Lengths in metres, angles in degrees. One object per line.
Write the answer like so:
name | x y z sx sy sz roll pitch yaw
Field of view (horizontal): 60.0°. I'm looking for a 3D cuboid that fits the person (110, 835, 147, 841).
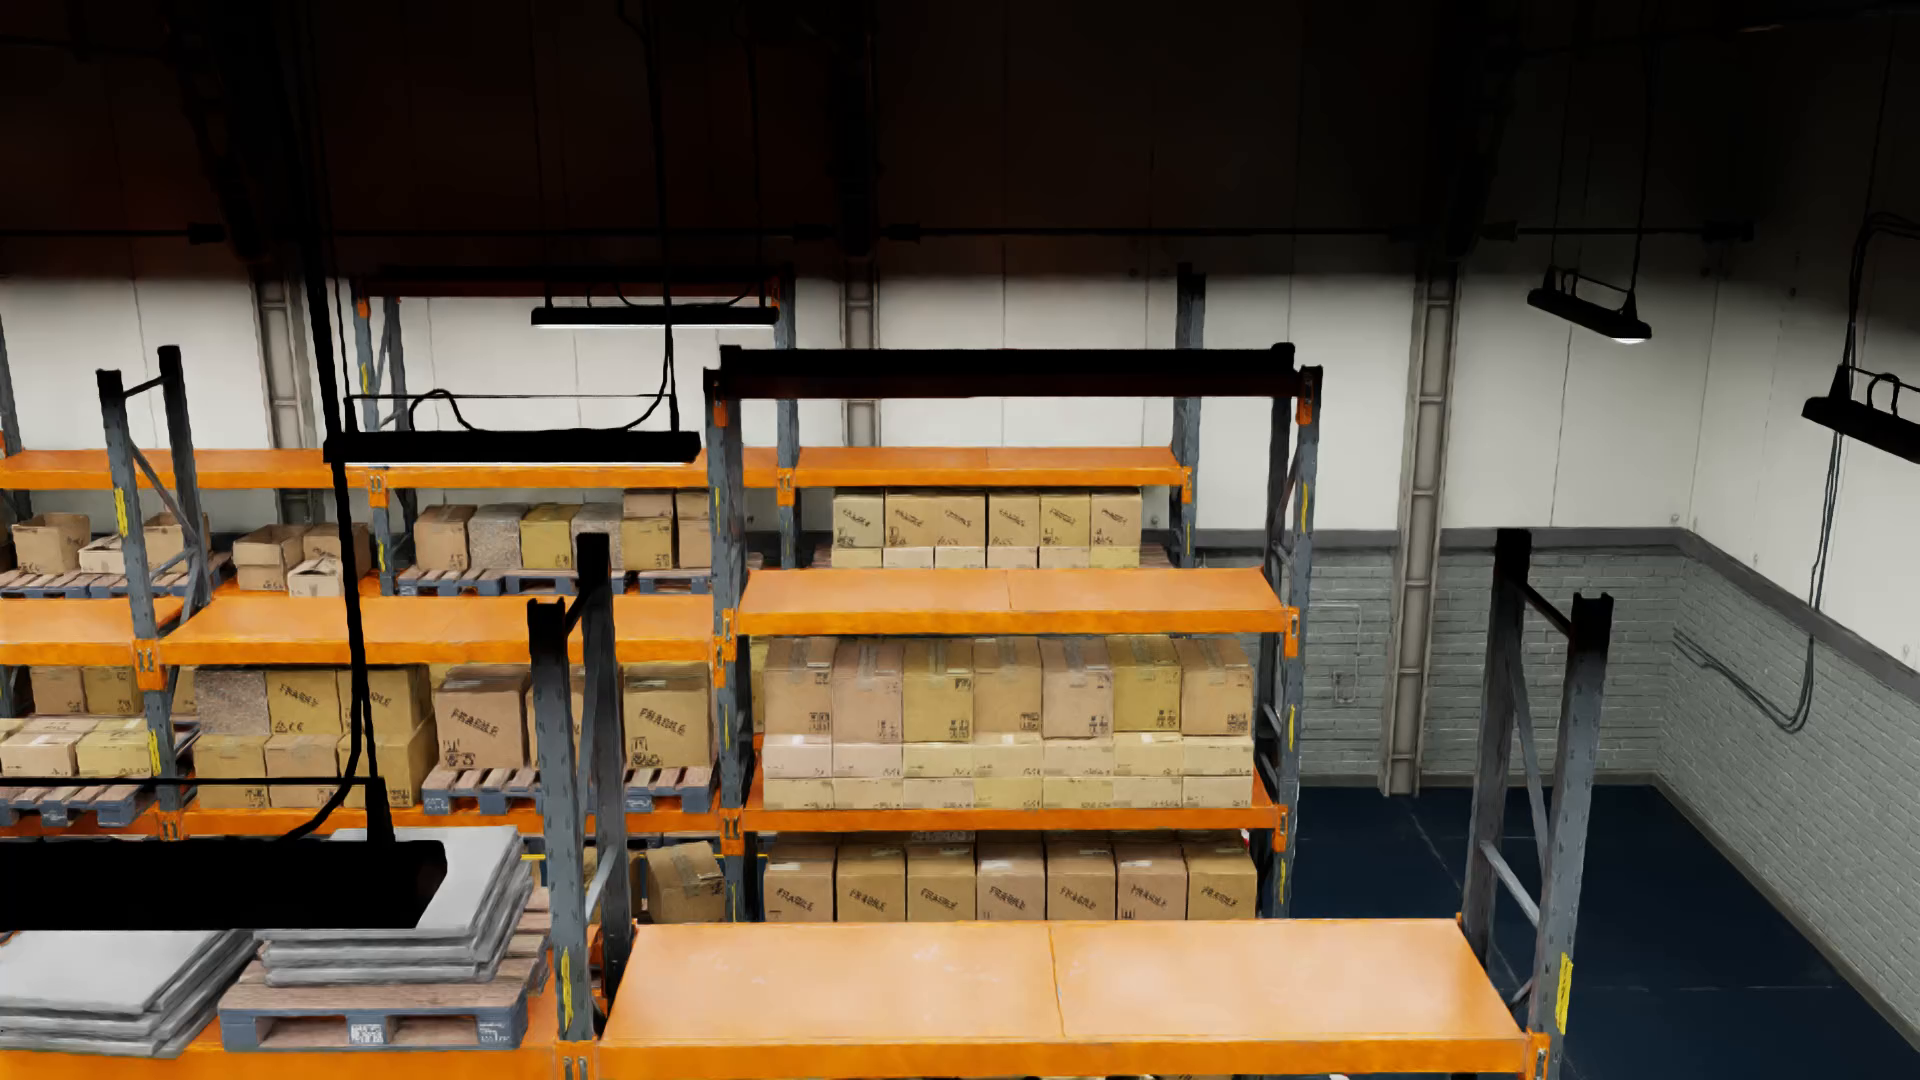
person | -6.993 3.213 14.473 0.574 1.726 0.677 -1 16 -3
